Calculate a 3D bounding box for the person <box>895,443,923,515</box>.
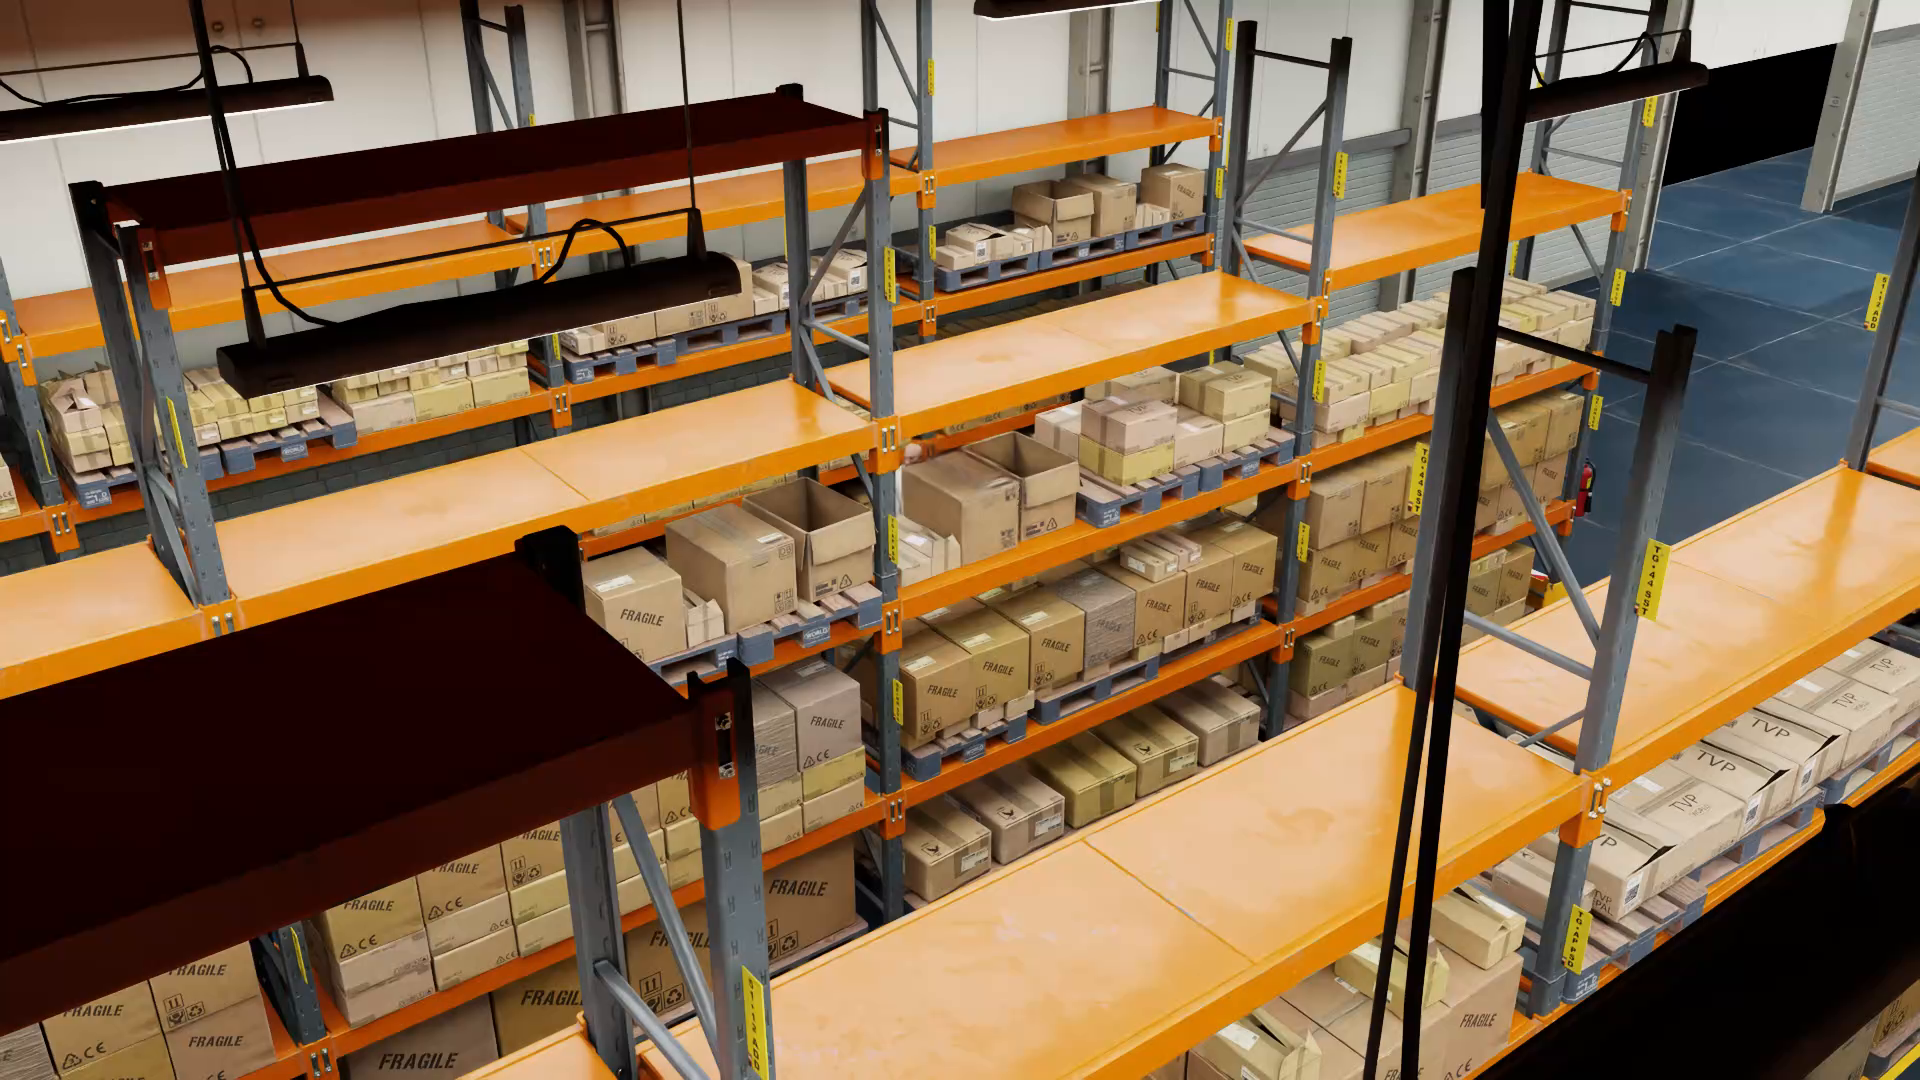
[{"bbox_3d":[-0.414,-0.186,16.148,0.597,1.644,0.715,20,32,35],"label":"person"}]
